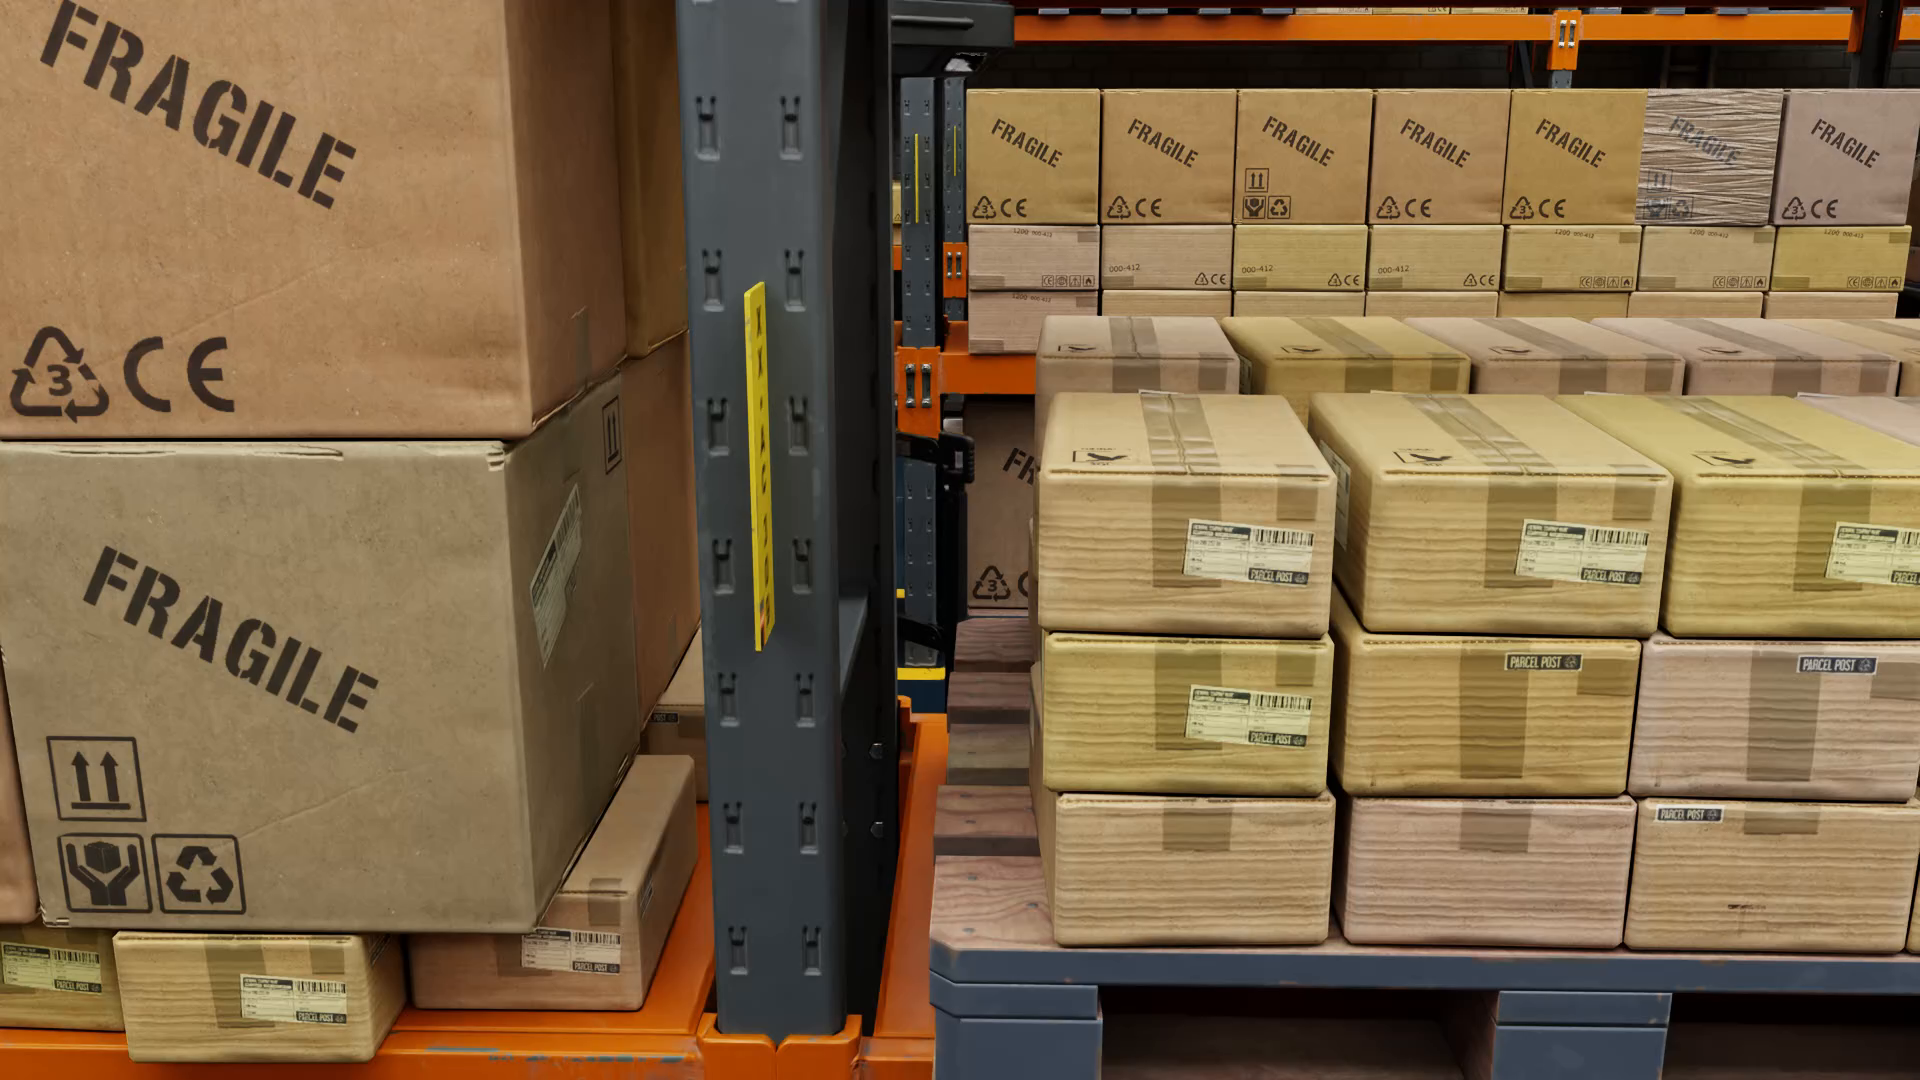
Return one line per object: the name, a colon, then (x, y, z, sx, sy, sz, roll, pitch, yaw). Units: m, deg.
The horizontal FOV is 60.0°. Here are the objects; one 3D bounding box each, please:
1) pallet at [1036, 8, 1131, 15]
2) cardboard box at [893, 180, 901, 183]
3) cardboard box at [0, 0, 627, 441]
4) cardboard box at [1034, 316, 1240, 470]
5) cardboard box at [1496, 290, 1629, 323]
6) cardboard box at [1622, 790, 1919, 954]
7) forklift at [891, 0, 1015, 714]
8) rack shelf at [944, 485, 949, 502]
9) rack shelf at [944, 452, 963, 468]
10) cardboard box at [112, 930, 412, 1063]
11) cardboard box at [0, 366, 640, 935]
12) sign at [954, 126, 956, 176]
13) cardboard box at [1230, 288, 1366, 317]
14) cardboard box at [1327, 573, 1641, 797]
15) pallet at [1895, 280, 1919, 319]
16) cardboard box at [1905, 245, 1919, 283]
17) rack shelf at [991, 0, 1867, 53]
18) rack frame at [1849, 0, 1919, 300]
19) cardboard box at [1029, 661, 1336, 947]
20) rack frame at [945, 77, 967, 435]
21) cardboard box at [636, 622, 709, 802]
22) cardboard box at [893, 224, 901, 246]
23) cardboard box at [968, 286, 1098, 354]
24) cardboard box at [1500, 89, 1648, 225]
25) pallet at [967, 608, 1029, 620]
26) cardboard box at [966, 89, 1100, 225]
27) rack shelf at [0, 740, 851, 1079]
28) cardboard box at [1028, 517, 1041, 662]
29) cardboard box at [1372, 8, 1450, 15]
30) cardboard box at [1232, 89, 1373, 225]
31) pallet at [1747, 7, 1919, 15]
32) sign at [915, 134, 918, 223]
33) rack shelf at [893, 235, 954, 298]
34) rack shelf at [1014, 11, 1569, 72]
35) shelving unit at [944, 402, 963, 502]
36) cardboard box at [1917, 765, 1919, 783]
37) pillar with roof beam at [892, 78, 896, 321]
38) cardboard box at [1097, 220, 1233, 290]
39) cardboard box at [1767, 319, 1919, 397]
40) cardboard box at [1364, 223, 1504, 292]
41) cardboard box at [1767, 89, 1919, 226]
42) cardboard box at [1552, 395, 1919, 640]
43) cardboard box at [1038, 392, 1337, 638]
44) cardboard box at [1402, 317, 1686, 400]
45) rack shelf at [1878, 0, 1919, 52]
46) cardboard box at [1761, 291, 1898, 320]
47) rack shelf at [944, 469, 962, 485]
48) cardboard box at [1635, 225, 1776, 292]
pallet: (0.623, -3.653, 11.294, 1.003, 0.211, 1.213, 0, 15, 1)
cardboard box: (-0.515, -2.459, 11.991, 0.500, 0.250, 0.500, 0, 15, 1)
cardboard box: (-0.652, -0.396, 1.724, 0.500, 0.500, 0.500, 0, 15, -1)
cardboard box: (0.231, -0.203, 2.233, 0.250, 0.149, 0.380, 1, 15, 4)
cardboard box: (2.322, -0.895, 6.646, 0.500, 0.250, 0.500, 0, 15, 1)
cardboard box: (0.734, 0.254, 1.665, 0.250, 0.149, 0.380, 0, 15, 2)
forklift: (-0.550, -0.352, 4.430, 1.130, 2.935, 3.031, -14, 20, -43)
rack shelf: (-0.008, -0.229, 8.780, 0.200, 0.077, 0.258, 0, 15, 1)
rack shelf: (-0.008, -0.403, 8.734, 0.200, 0.077, 0.258, 0, 15, 1)
cardboard box: (-0.727, 0.419, 1.866, 0.250, 0.149, 0.380, 0, 15, 0)
cardboard box: (-0.666, 0.090, 1.840, 0.500, 0.500, 0.500, 0, 15, 2)
sign: (-0.033, -2.596, 11.102, 0.005, 0.325, 0.100, 0, 15, 1)
cardboard box: (1.312, -0.897, 6.653, 0.500, 0.250, 0.500, 0, 15, 1)
cardboard box: (0.466, 0.109, 1.633, 0.250, 0.149, 0.380, 0, 15, 0)
pallet: (4.564, -0.953, 6.950, 1.003, 0.211, 1.213, 0, 15, 1)
cardboard box: (4.182, -1.163, 7.038, 0.250, 0.149, 0.380, 1, 15, 3)
rack shelf: (1.849, -2.139, 6.599, 4.000, 0.370, 1.077, 0, 15, 1)
rack frame: (3.849, -1.024, 6.840, 0.127, 3.000, 1.000, 0, 15, 1)
cardboard box: (0.207, 0.252, 1.676, 0.250, 0.149, 0.380, 0, 15, -1)
rack frame: (-0.027, -2.316, 11.737, 0.127, 3.000, 1.000, 0, 15, 1)
cardboard box: (-0.450, 0.249, 2.507, 0.250, 0.149, 0.380, 1, 15, 3)
cardboard box: (-0.352, -2.132, 11.533, 0.250, 0.149, 0.380, 1, 15, 2)
cardboard box: (0.283, -0.907, 6.692, 0.500, 0.250, 0.500, 0, 15, 0)
cardboard box: (2.316, -1.498, 6.483, 0.500, 0.500, 0.500, 0, 15, 1)
pallet: (0.623, 0.284, 7.348, 1.213, 0.211, 1.003, 0, 15, 1)
cardboard box: (0.282, -1.505, 6.510, 0.500, 0.500, 0.500, 1, 15, 2)
rack shelf: (-2.175, 0.548, 2.293, 4.000, 0.370, 1.077, 0, 15, 1)
cardboard box: (0.227, 0.084, 2.312, 0.250, 0.149, 0.380, 0, 15, 0)
cardboard box: (2.950, -3.612, 11.064, 0.500, 0.250, 0.500, 0, 15, 2)
cardboard box: (1.293, -1.505, 6.509, 0.500, 0.500, 0.500, 0, 15, 0)
pallet: (5.770, -3.660, 11.324, 1.213, 0.211, 1.003, 1, 15, 4)
sign: (-0.163, -1.365, 6.282, 0.005, 0.325, 0.100, 0, 15, 1)
rack shelf: (-2.026, -1.981, 11.878, 4.000, 0.370, 1.077, 0, 15, 1)
rack shelf: (1.972, -3.405, 11.397, 4.000, 0.370, 1.077, 0, 15, 1)
shelving unit: (-0.008, -0.435, 8.725, 0.210, 0.900, 0.258, 0, 15, 1)
cardboard box: (0.984, 0.112, 1.622, 0.250, 0.149, 0.380, 0, 15, -1)
pillar with roof beam: (-0.810, -4.353, 7.699, 0.400, 9.000, 9.100, 0, 15, 1)
cardboard box: (0.805, -1.148, 6.625, 0.500, 0.250, 0.500, 1, 15, 2)
cardboard box: (1.266, -0.195, 2.203, 0.250, 0.149, 0.380, 0, 15, 0)
cardboard box: (1.814, -1.135, 6.576, 0.500, 0.250, 0.500, 0, 15, 0)
cardboard box: (3.325, -1.492, 6.460, 0.500, 0.500, 0.500, 0, 15, 0)
cardboard box: (0.742, -0.034, 1.590, 0.250, 0.149, 0.380, 1, 15, 2)
cardboard box: (0.207, -0.036, 1.600, 0.250, 0.149, 0.380, 1, 15, 4)
cardboard box: (0.758, -0.199, 2.219, 0.250, 0.149, 0.380, 0, 15, 0)
rack shelf: (5.848, -2.113, 6.500, 4.000, 0.370, 1.077, 0, 15, 1)
cardboard box: (3.336, -0.888, 6.621, 0.500, 0.250, 0.500, 0, 15, -1)
rack shelf: (-0.008, -0.316, 8.757, 0.200, 0.077, 0.258, 0, 15, 1)
cardboard box: (2.845, -1.134, 6.571, 0.500, 0.250, 0.500, 0, 15, 0)
